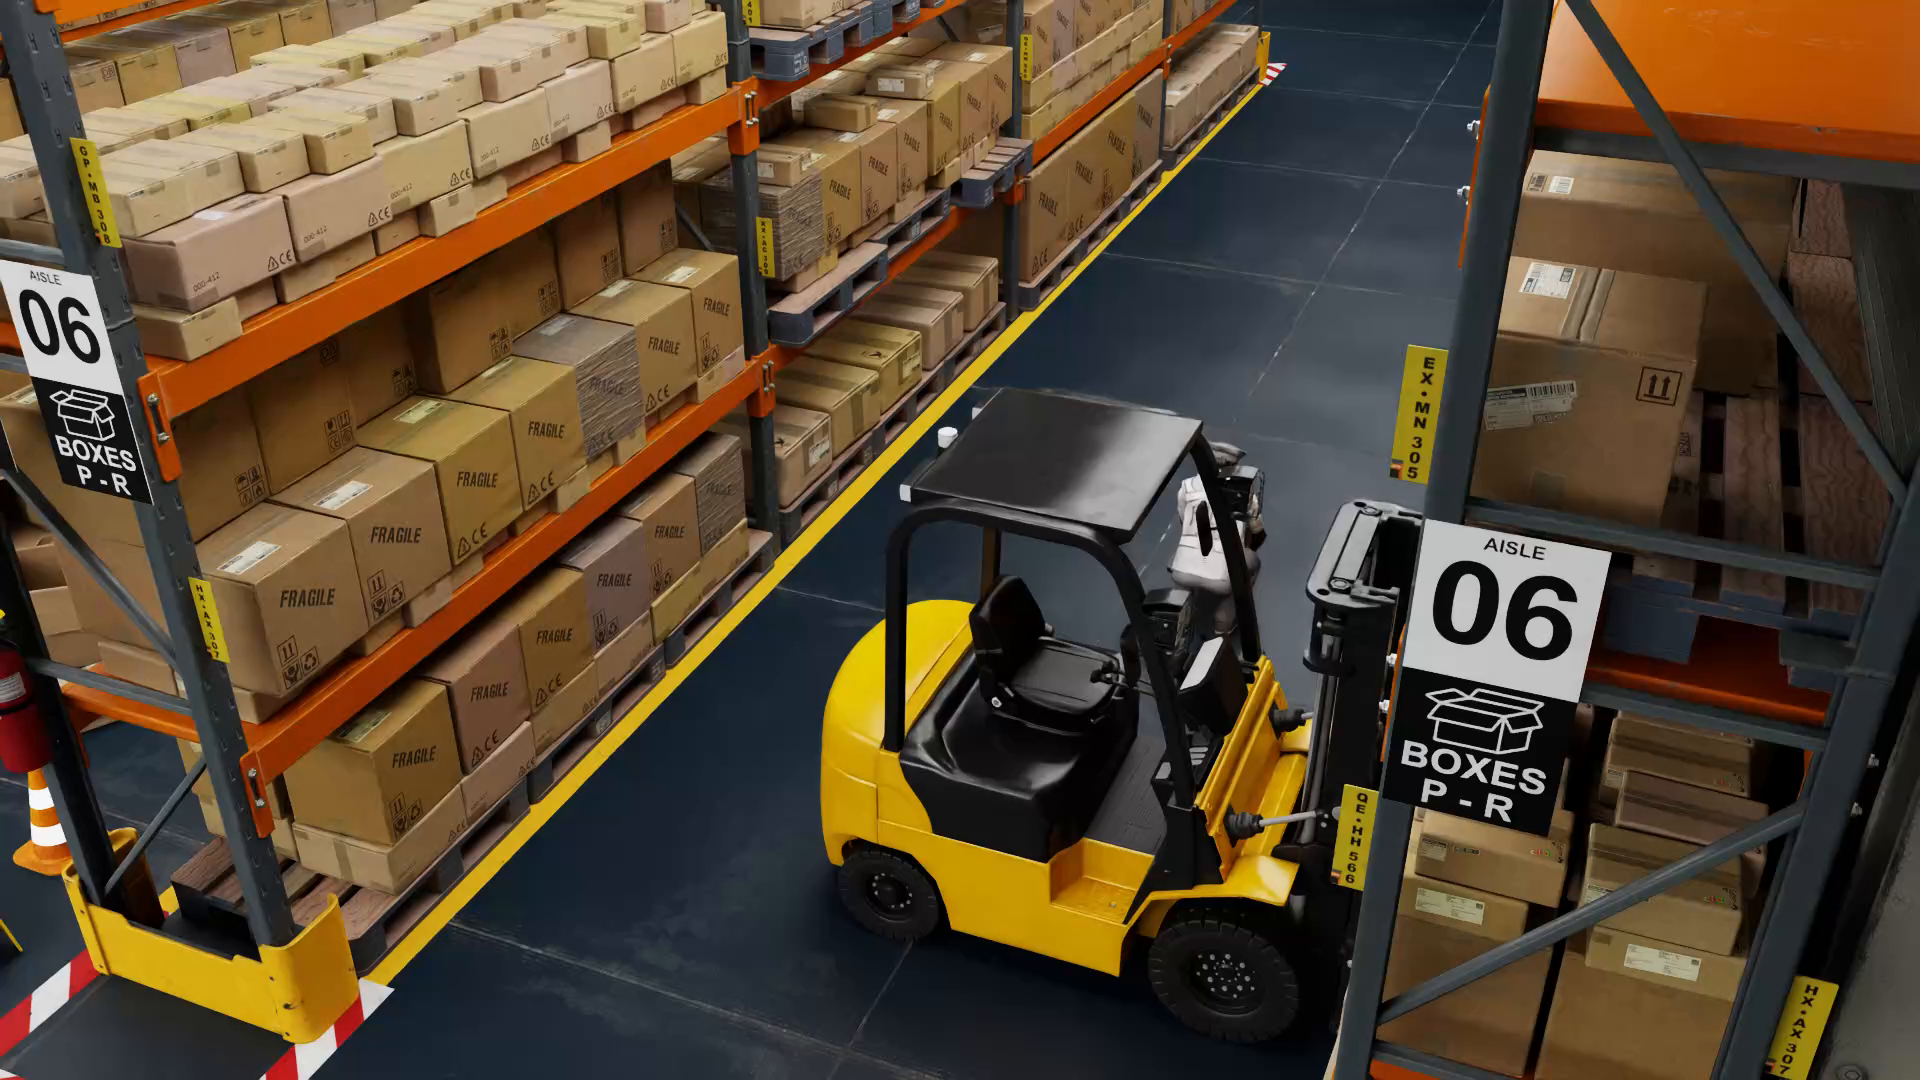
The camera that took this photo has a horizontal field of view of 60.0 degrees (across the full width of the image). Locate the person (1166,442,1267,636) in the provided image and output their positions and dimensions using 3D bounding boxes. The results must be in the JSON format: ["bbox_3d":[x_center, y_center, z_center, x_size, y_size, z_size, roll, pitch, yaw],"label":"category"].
[{"bbox_3d":[1.404,-0.019,9.158,0.506,0.946,0.850,12,32,19],"label":"person"}]
